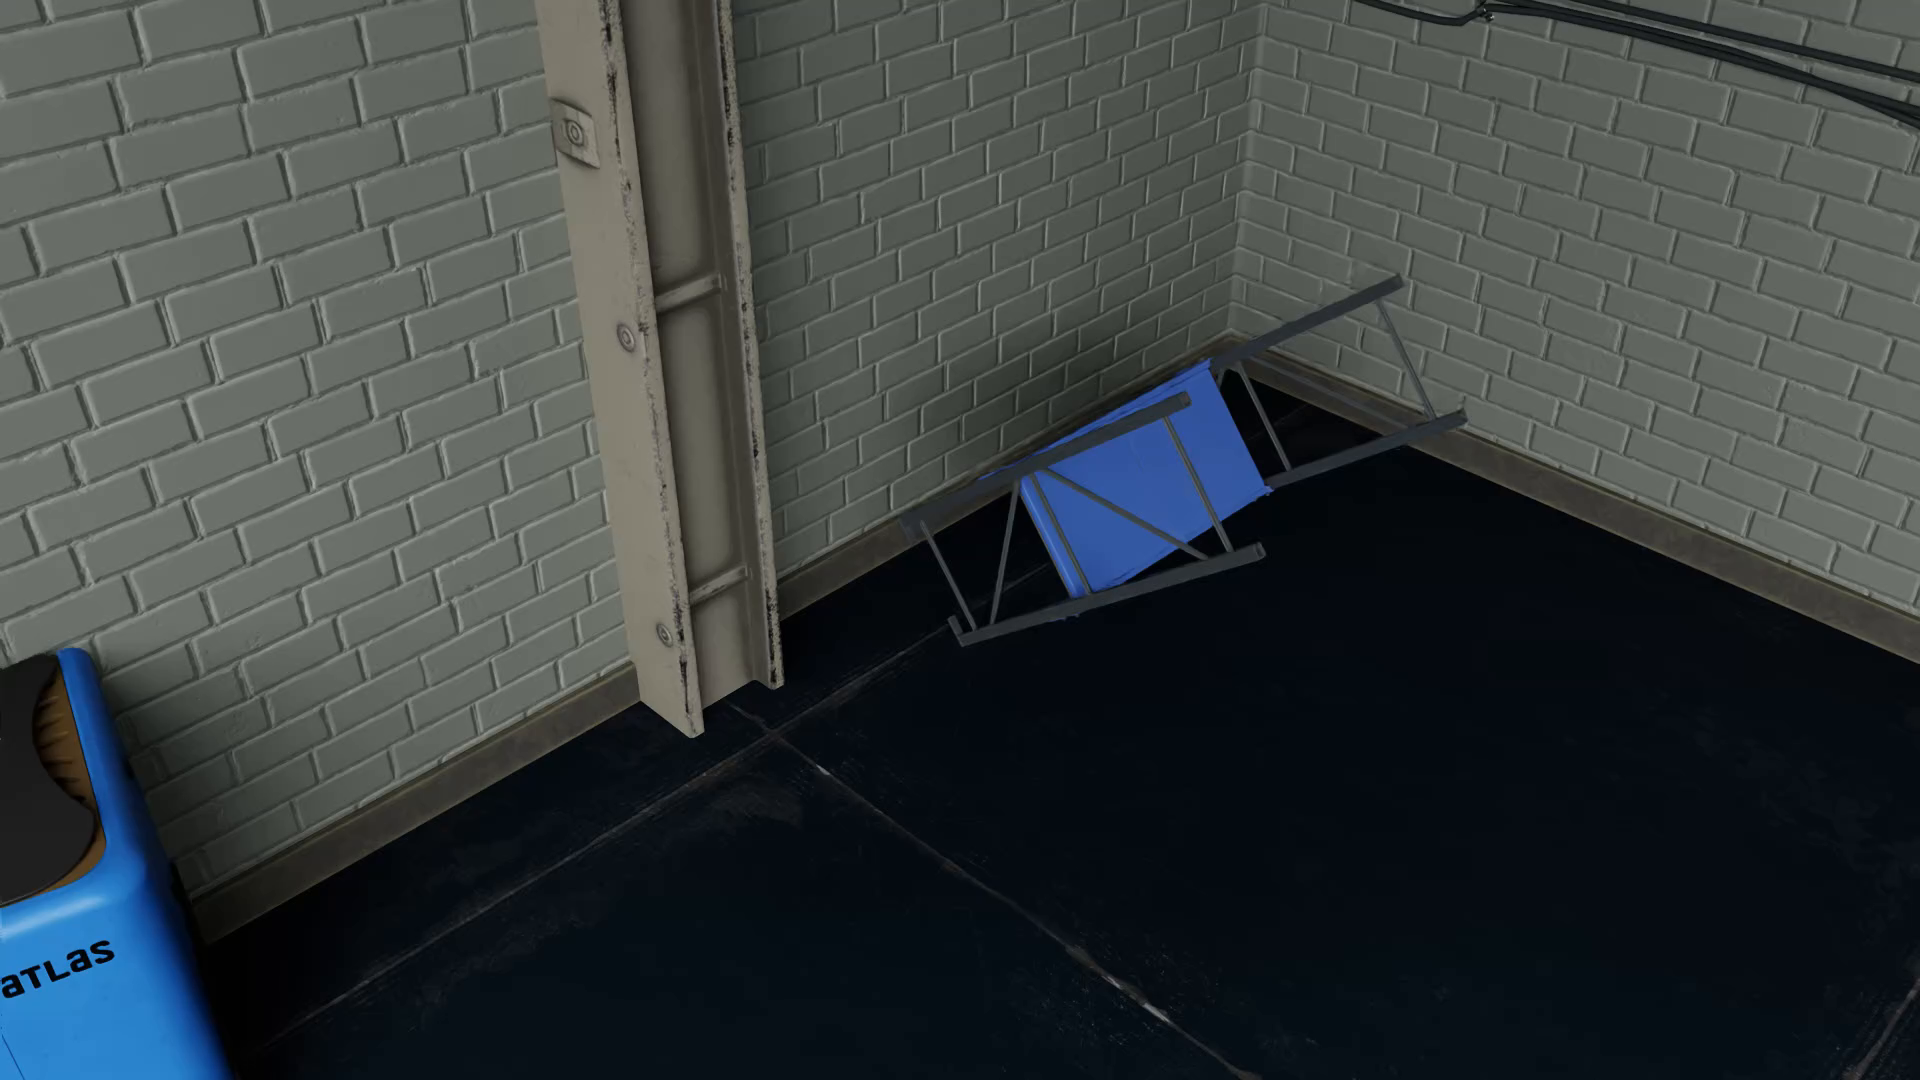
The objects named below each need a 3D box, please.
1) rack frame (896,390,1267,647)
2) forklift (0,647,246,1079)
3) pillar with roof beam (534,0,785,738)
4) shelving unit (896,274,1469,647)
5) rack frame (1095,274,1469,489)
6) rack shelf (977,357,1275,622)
[{"bbox_3d":[0.307,-0.018,5.101,0.032,0.500,1.500,-29,5,-35],"label":"rack frame"},{"bbox_3d":[-3.202,0.558,2.887,3.031,2.935,1.130,-19,39,-25],"label":"forklift"},{"bbox_3d":[2.224,-1.460,0.477,9.100,9.000,0.400,30,45,35],"label":"pillar with roof beam"},{"bbox_3d":[0.670,-0.221,5.393,1.048,0.538,1.500,-29,5,-35],"label":"shelving unit"},{"bbox_3d":[1.034,-0.425,5.684,0.032,0.500,1.500,-29,5,-35],"label":"rack frame"},{"bbox_3d":[0.574,-0.184,5.539,1.000,0.538,0.185,-29,5,-35],"label":"rack shelf"}]
